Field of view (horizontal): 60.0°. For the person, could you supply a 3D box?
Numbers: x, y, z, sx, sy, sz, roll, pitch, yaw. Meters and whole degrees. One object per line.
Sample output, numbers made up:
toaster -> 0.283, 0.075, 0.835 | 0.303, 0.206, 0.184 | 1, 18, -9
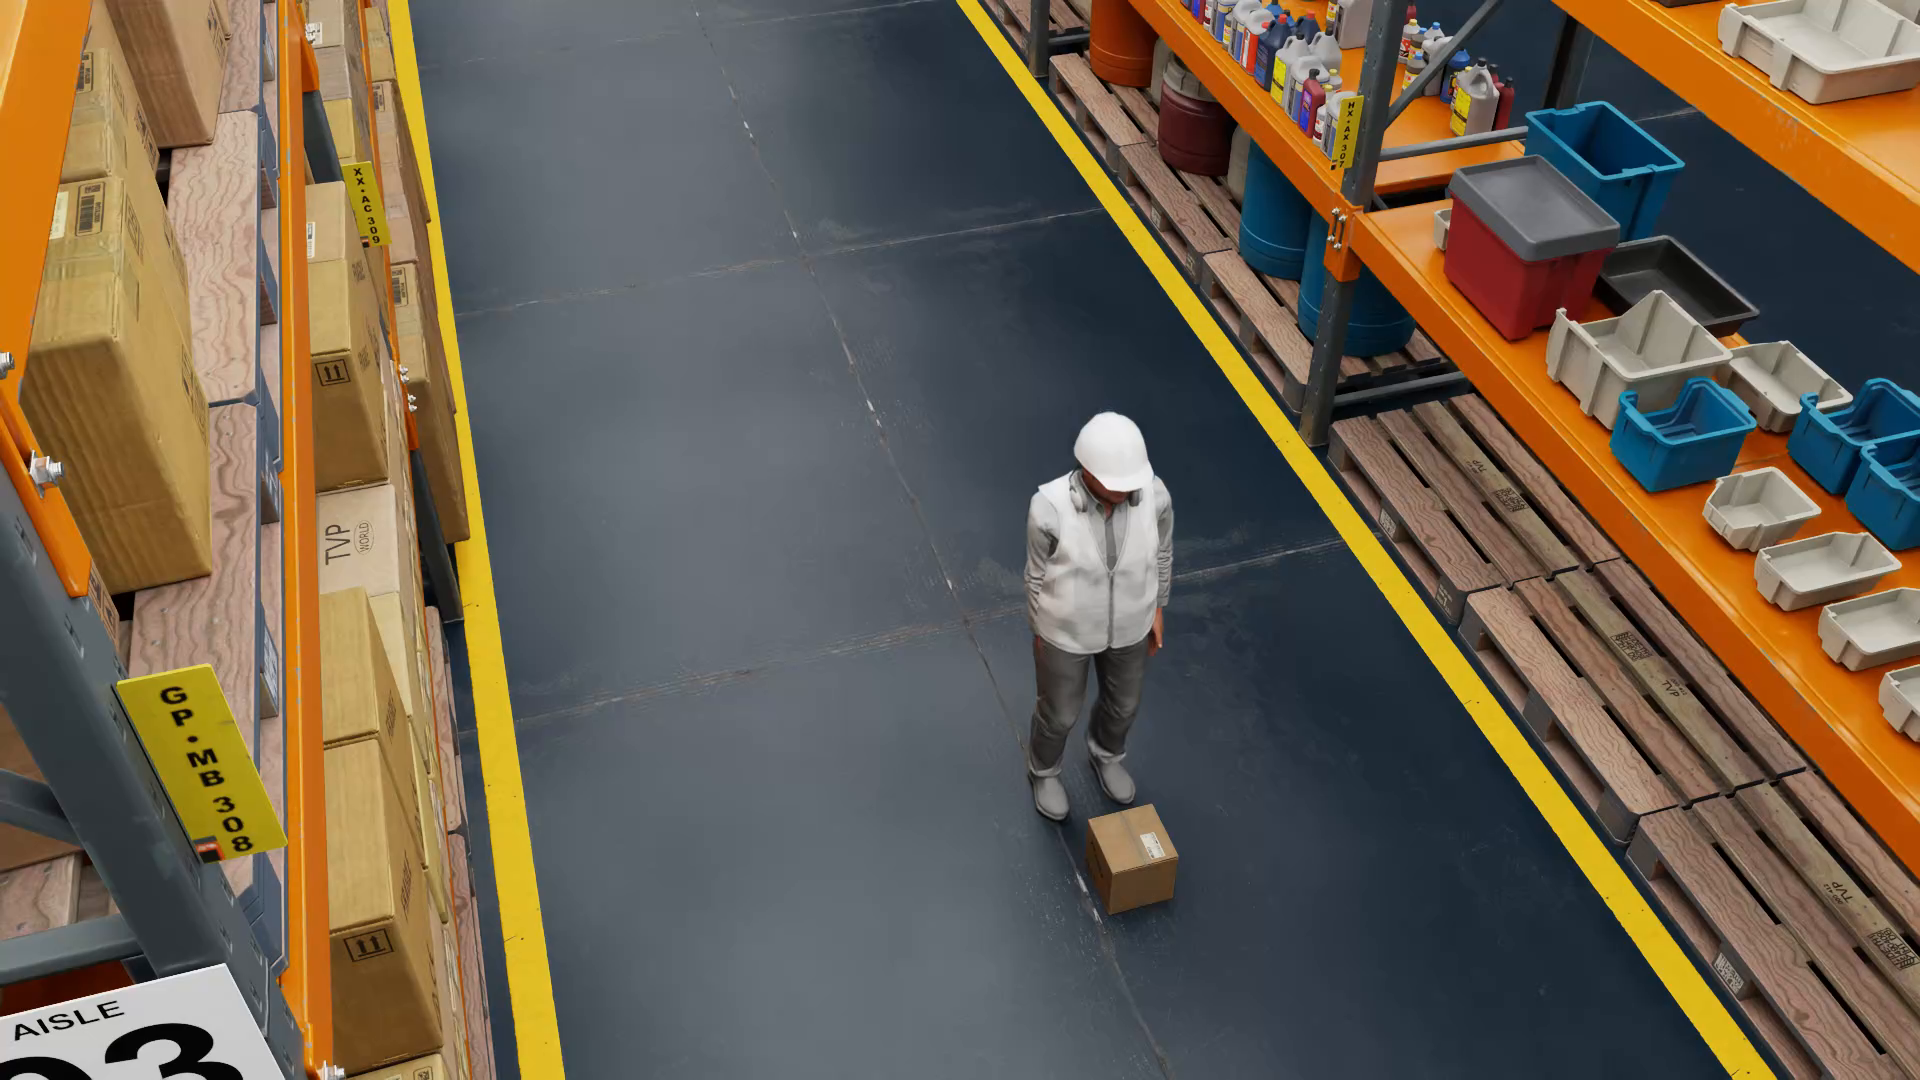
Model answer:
person -> 0.484, 0.275, 5.845 | 0.534, 1.764, 0.357 | -11, 43, -12
